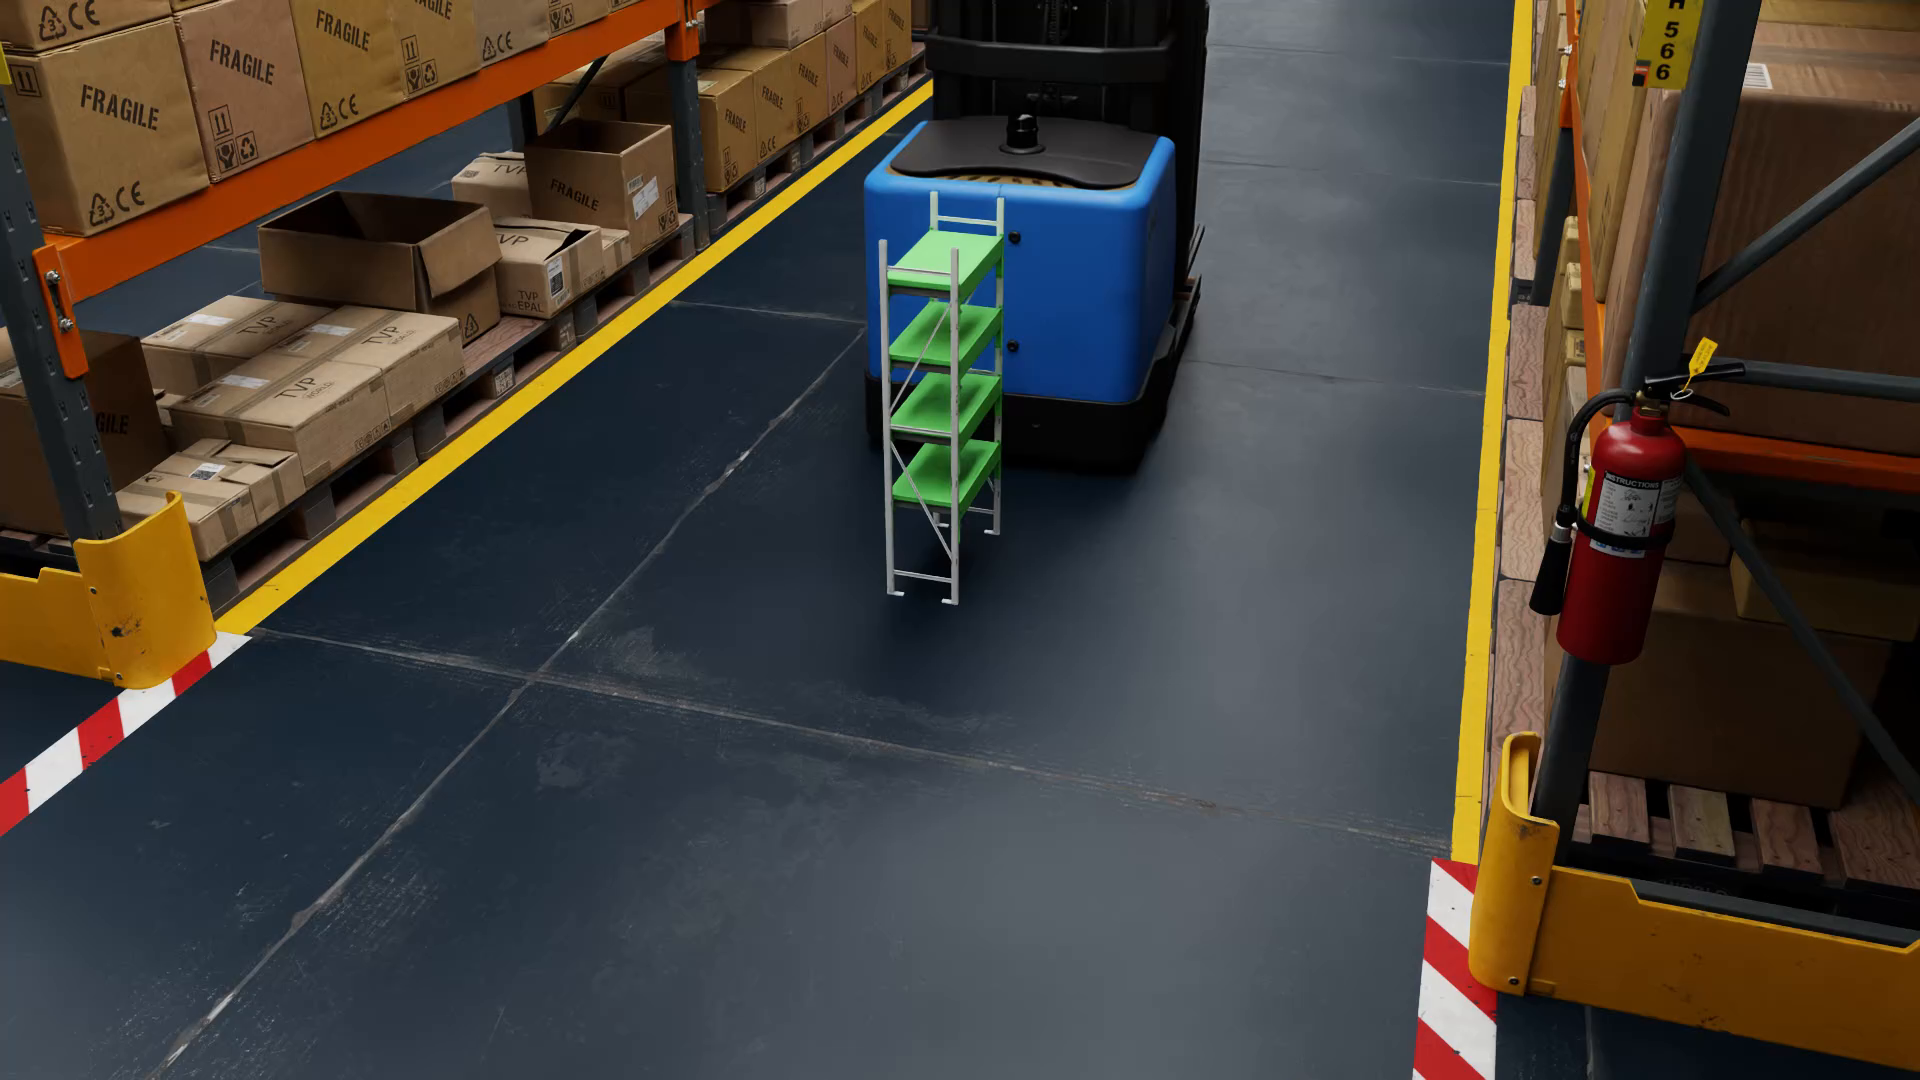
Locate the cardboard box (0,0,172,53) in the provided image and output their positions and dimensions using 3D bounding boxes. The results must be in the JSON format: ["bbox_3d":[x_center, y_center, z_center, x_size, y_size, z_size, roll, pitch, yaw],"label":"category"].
[{"bbox_3d":[-2.552,-1.634,4.470,0.500,0.500,0.500,9,30,16],"label":"cardboard box"}]

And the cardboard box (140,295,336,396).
[{"bbox_3d":[-2.703,-0.701,6.300,0.500,0.250,0.500,8,30,15],"label":"cardboard box"}]

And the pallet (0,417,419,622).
[{"bbox_3d":[-2.679,-0.172,5.842,1.003,0.211,1.213,8,30,15],"label":"pallet"}]

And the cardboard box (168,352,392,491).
[{"bbox_3d":[-2.357,-0.420,5.795,0.500,0.250,0.500,8,30,15],"label":"cardboard box"}]

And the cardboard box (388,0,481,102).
[{"bbox_3d":[-2.107,-1.903,5.982,0.500,0.500,0.500,9,30,16],"label":"cardboard box"}]

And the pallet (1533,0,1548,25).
[{"bbox_3d":[5.097,-4.276,13.219,1.003,0.211,1.213,8,30,15],"label":"pallet"}]

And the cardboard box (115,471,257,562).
[{"bbox_3d":[-2.483,-0.077,5.283,0.380,0.149,0.250,8,30,15],"label":"cardboard box"}]

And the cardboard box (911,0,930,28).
[{"bbox_3d":[-0.152,-3.886,12.046,0.500,0.250,0.500,8,30,15],"label":"cardboard box"}]

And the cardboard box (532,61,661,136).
[{"bbox_3d":[-1.890,-2.214,8.763,0.500,0.500,0.500,8,30,15],"label":"cardboard box"}]

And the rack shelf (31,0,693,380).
[{"bbox_3d":[-2.347,-1.600,6.280,1.077,0.370,4.000,8,30,15],"label":"rack shelf"}]

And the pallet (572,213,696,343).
[{"bbox_3d":[-1.963,-1.306,7.881,1.003,0.211,1.213,8,30,15],"label":"pallet"}]

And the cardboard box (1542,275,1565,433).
[{"bbox_3d":[2.508,-0.664,5.997,0.700,0.500,0.500,8,30,14],"label":"cardboard box"}]

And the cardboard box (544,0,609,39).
[{"bbox_3d":[-1.812,-2.379,6.838,0.500,0.500,0.500,9,30,16],"label":"cardboard box"}]

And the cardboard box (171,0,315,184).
[{"bbox_3d":[-2.406,-1.438,5.146,0.500,0.500,0.500,8,30,14],"label":"cardboard box"}]

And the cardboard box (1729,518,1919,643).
[{"bbox_3d":[2.066,0.093,3.970,0.380,0.149,0.250,9,30,15],"label":"cardboard box"}]

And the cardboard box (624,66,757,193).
[{"bbox_3d":[-1.385,-2.134,8.619,0.500,0.500,0.500,7,30,13],"label":"cardboard box"}]

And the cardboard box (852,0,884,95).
[{"bbox_3d":[-0.789,-3.094,10.345,0.500,0.500,0.500,7,30,13],"label":"cardboard box"}]

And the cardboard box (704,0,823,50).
[{"bbox_3d":[-1.092,-2.926,9.272,0.500,0.250,0.500,9,30,15],"label":"cardboard box"}]

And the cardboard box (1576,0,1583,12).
[{"bbox_3d":[2.856,-2.356,7.137,0.380,0.149,0.250,9,30,16],"label":"cardboard box"}]

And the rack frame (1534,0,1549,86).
[{"bbox_3d":[4.150,-3.998,9.850,1.000,3.000,0.127,8,30,15],"label":"rack frame"}]

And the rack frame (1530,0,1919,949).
[{"bbox_3d":[1.802,-0.280,3.167,1.000,3.000,0.127,8,30,15],"label":"rack frame"}]

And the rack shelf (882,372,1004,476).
[{"bbox_3d":[-0.049,-0.392,5.351,0.258,0.148,0.480,8,30,15],"label":"rack shelf"}]

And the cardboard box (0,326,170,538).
[{"bbox_3d":[-3.010,-0.373,5.453,0.500,0.500,0.500,8,30,15],"label":"cardboard box"}]

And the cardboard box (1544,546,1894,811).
[{"bbox_3d":[1.912,0.290,4.283,0.700,0.500,0.500,8,30,15],"label":"cardboard box"}]

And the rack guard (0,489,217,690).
[{"bbox_3d":[-2.912,0.072,5.106,1.175,0.500,0.348,8,30,15],"label":"rack guard"}]

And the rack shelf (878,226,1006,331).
[{"bbox_3d":[-0.049,-0.811,5.118,0.258,0.148,0.480,8,30,15],"label":"rack shelf"}]

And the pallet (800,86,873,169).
[{"bbox_3d":[-1.202,-2.577,10.166,1.003,0.211,1.213,8,30,15],"label":"pallet"}]

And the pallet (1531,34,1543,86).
[{"bbox_3d":[4.381,-3.142,11.181,1.003,0.211,1.213,8,30,15],"label":"pallet"}]

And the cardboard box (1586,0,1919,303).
[{"bbox_3d":[2.145,-0.989,4.134,0.980,0.700,0.700,8,30,14],"label":"cardboard box"}]

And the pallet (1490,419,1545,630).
[{"bbox_3d":[2.322,-0.009,5.549,1.003,0.211,1.213,8,30,15],"label":"pallet"}]

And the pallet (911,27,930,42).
[{"bbox_3d":[-0.307,-3.861,12.474,1.003,0.211,1.213,8,30,15],"label":"pallet"}]

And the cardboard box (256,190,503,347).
[{"bbox_3d":[-2.307,-1.071,6.705,0.797,0.503,0.637,8,30,15],"label":"cardboard box"}]

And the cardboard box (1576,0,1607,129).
[{"bbox_3d":[2.582,-1.681,5.379,0.980,0.700,0.700,8,30,14],"label":"cardboard box"}]

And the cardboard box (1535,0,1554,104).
[{"bbox_3d":[3.809,-2.919,9.690,0.750,0.750,0.750,8,30,14],"label":"cardboard box"}]

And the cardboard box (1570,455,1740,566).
[{"bbox_3d":[1.775,-0.080,4.280,0.380,0.149,0.250,8,30,14],"label":"cardboard box"}]

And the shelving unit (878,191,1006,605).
[{"bbox_3d":[-0.049,-0.447,5.320,0.258,1.200,0.503,8,30,15],"label":"shelving unit"}]

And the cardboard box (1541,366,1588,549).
[{"bbox_3d":[2.206,-0.177,5.122,0.700,0.500,0.500,8,30,13],"label":"cardboard box"}]

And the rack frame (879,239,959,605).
[{"bbox_3d":[-0.120,-0.334,5.116,0.240,1.200,0.015,8,30,15],"label":"rack frame"}]

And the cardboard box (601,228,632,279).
[{"bbox_3d":[-1.709,-1.302,7.485,0.380,0.149,0.250,8,30,15],"label":"cardboard box"}]

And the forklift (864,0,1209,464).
[{"bbox_3d":[0.486,-2.261,6.800,1.130,2.935,3.031,7,30,12],"label":"forklift"}]

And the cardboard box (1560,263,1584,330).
[{"bbox_3d":[2.231,-0.805,5.583,0.380,0.149,0.250,8,30,13],"label":"cardboard box"}]

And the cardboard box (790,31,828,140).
[{"bbox_3d":[-1.086,-2.614,9.483,0.500,0.500,0.500,9,30,15],"label":"cardboard box"}]

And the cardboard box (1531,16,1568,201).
[{"bbox_3d":[3.301,-2.117,8.249,0.750,0.750,0.750,9,30,16],"label":"cardboard box"}]

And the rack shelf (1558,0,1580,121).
[{"bbox_3d":[3.563,-2.754,8.354,1.077,0.370,4.000,8,30,15],"label":"rack shelf"}]

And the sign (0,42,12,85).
[{"bbox_3d":[-2.416,-1.286,4.085,0.100,0.325,0.005,8,30,15],"label":"sign"}]

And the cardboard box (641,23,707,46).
[{"bbox_3d":[-1.589,-2.675,9.592,0.500,0.500,0.500,9,30,15],"label":"cardboard box"}]

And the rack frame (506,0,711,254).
[{"bbox_3d":[-1.760,-2.844,7.776,1.000,3.000,0.127,8,30,15],"label":"rack frame"}]

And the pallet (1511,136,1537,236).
[{"bbox_3d":[3.487,-1.858,8.873,1.003,0.211,1.213,8,30,15],"label":"pallet"}]
